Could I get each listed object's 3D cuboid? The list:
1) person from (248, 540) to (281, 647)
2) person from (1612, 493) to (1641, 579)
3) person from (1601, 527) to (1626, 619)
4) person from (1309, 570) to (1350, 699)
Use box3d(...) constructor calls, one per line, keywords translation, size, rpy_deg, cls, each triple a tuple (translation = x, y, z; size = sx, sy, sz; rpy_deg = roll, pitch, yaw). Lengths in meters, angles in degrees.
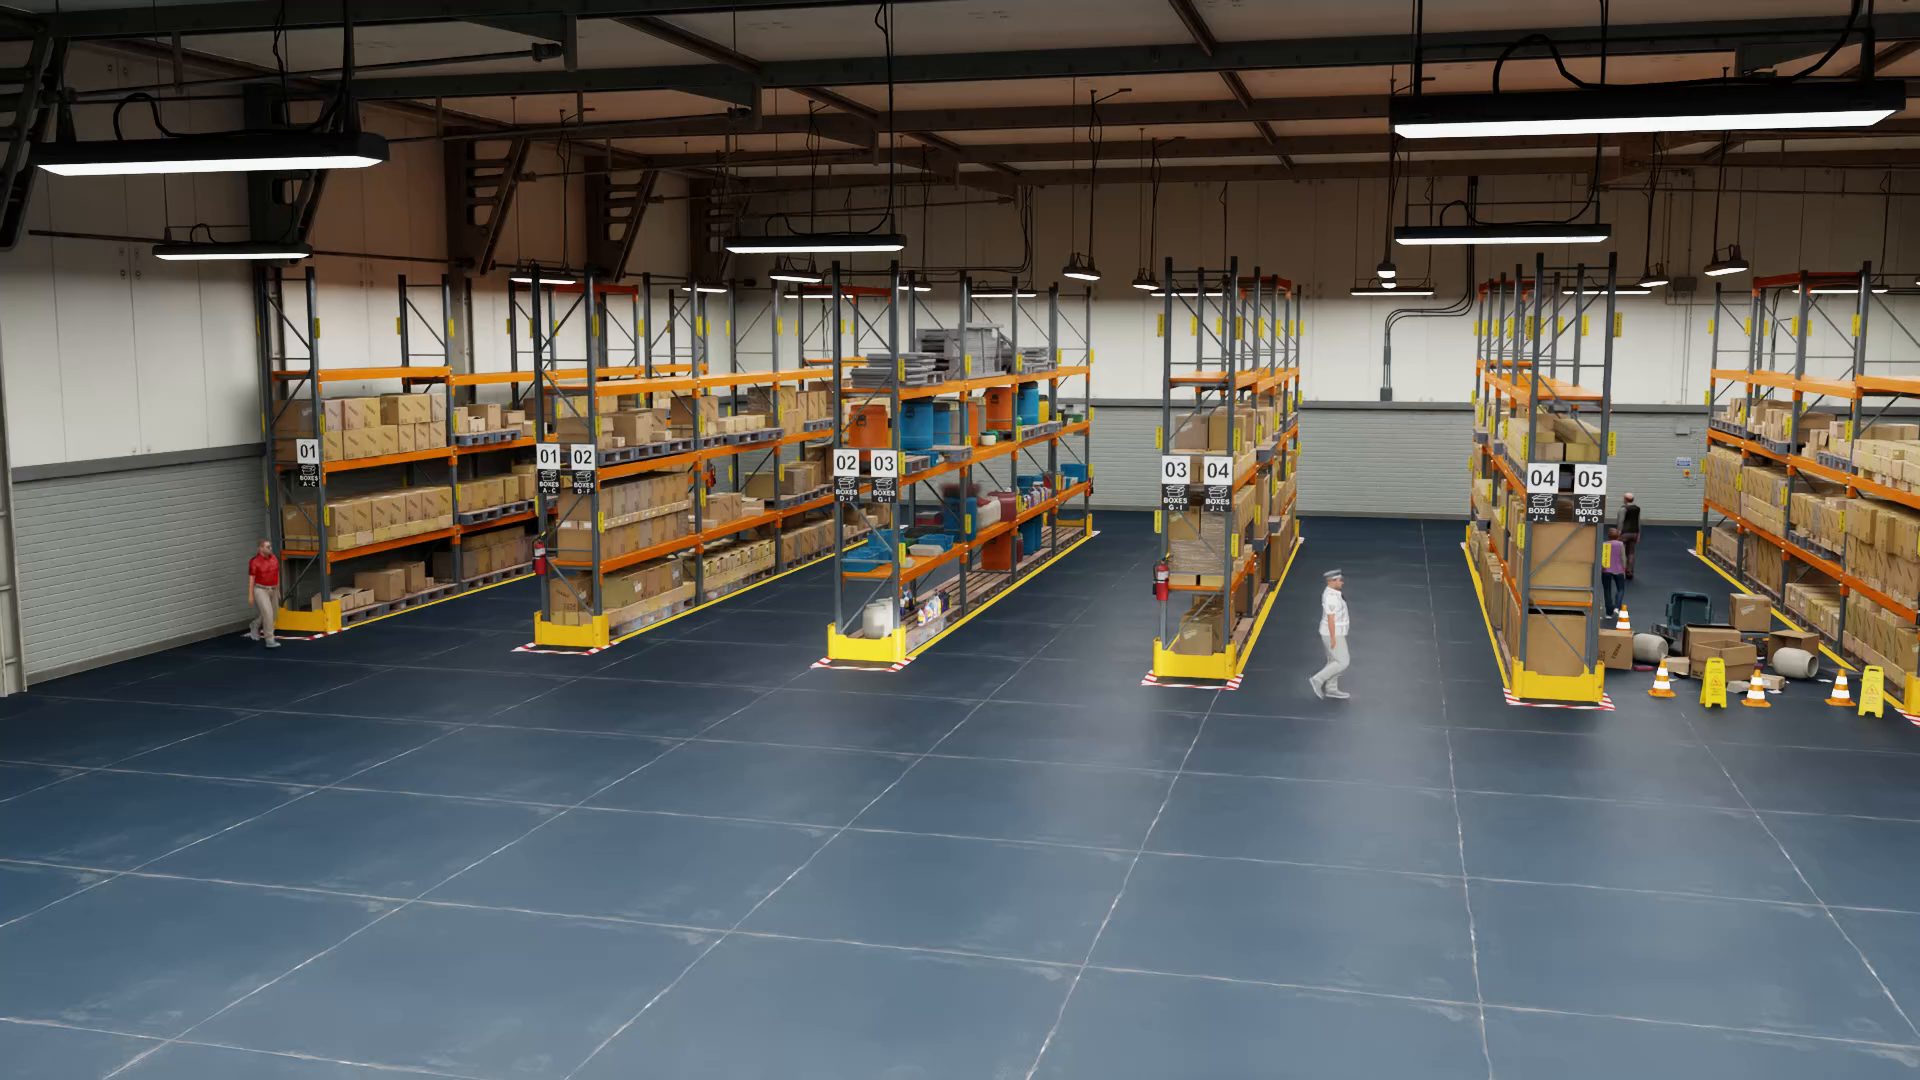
box3d(translation=(-11.014, 0.823, 26.285), size=(0.883, 1.681, 0.567), rpy_deg=(4, 8, 29), cls="person")
box3d(translation=(13.421, -0.084, 33.455), size=(0.569, 1.736, 0.397), rpy_deg=(-2, 8, -16), cls="person")
box3d(translation=(11.270, 0.584, 28.693), size=(0.462, 1.596, 0.480), rpy_deg=(2, 8, 15), cls="person")
box3d(translation=(5.007, 1.270, 22.452), size=(0.556, 1.756, 0.556), rpy_deg=(1, 7, 9), cls="person")
